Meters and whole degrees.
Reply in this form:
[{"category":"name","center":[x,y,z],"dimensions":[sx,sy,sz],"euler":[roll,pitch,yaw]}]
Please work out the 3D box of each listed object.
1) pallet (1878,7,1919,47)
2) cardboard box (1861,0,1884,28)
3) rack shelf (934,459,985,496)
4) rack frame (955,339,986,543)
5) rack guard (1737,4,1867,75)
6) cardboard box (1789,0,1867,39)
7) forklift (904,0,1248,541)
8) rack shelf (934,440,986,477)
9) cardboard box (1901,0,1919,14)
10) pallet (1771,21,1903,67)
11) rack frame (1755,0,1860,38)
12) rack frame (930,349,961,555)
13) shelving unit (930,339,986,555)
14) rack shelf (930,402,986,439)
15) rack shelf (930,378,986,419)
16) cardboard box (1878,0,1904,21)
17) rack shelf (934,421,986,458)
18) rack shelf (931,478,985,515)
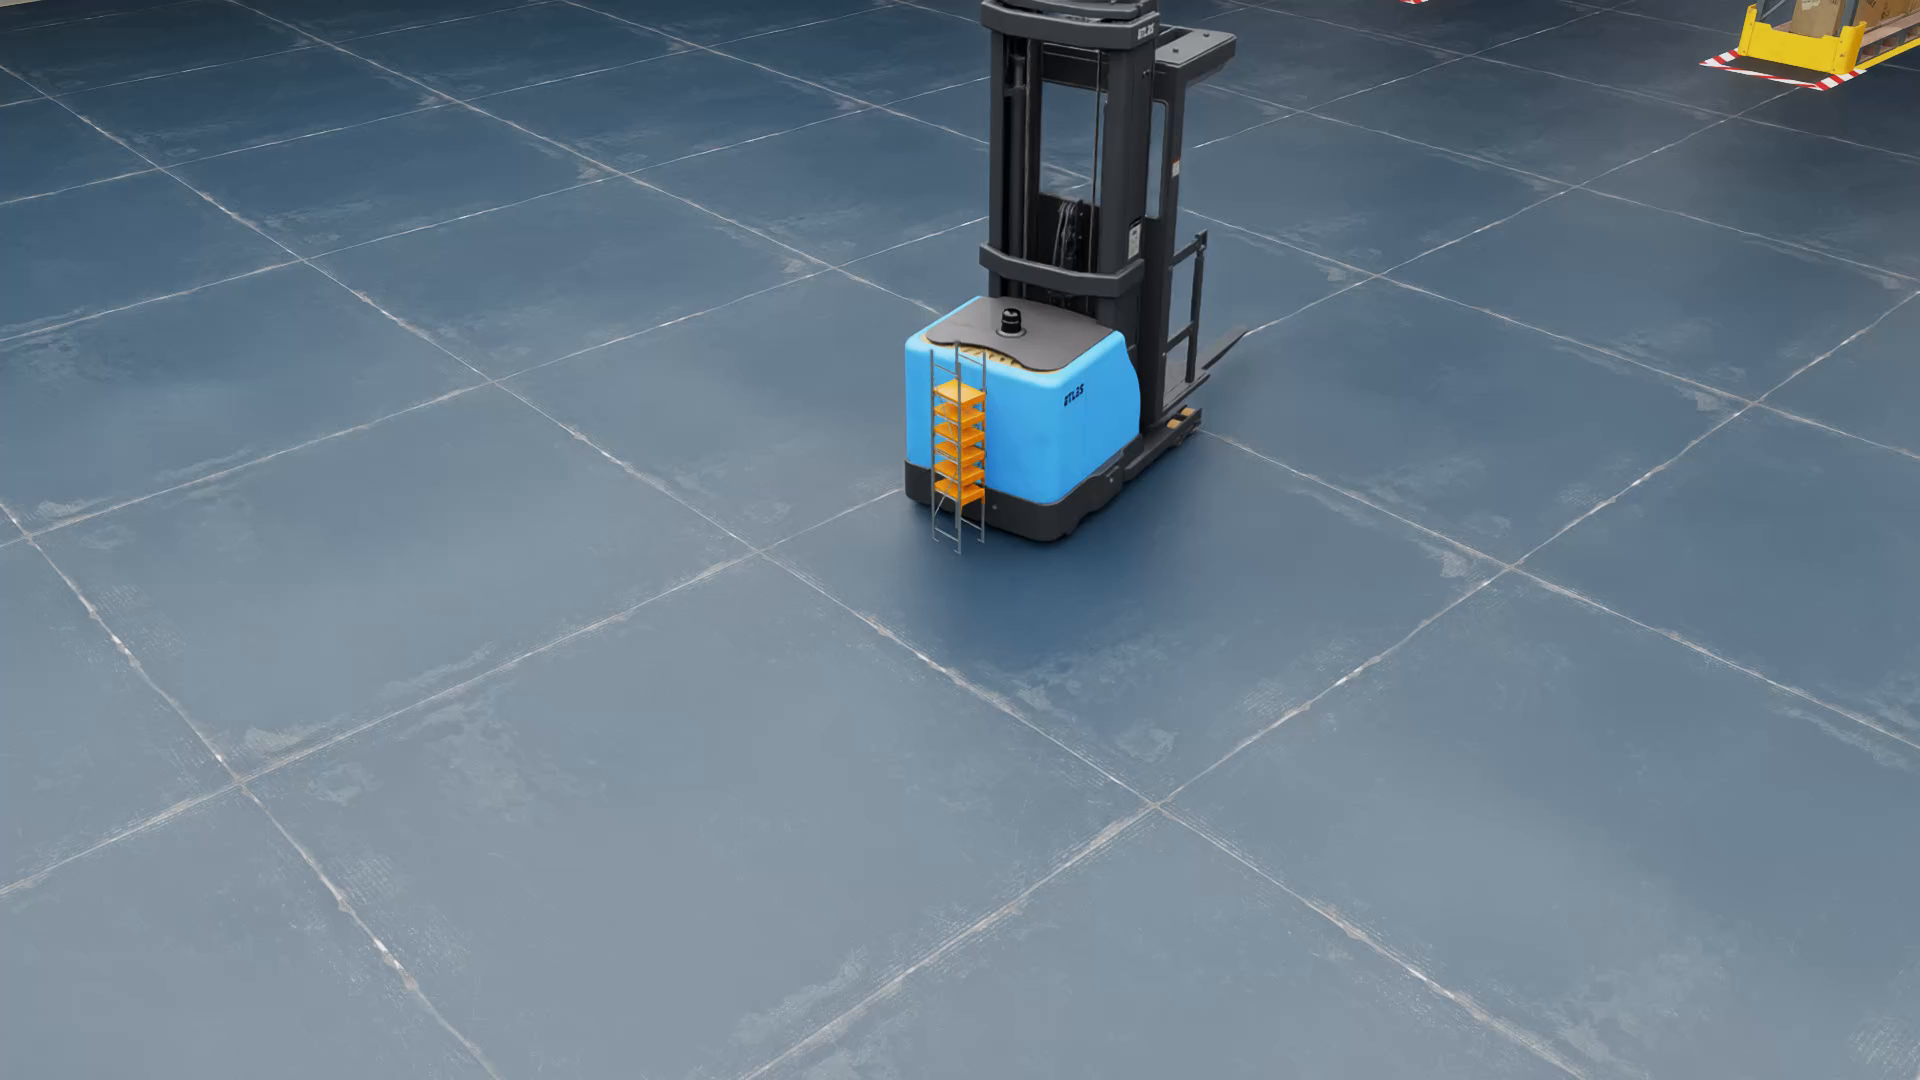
[{"category":"pallet","center":[10.597,-6.004,19.201],"dimensions":[1.213,0.211,1.003],"euler":[-26,40,-35]},{"category":"cardboard box","center":[9.912,-6.014,18.538],"dimensions":[0.500,0.500,0.500],"euler":[-15,35,-23]},{"category":"rack shelf","center":[-0.011,-0.366,9.349],"dimensions":[0.180,0.103,0.258],"euler":[-26,40,-35]},{"category":"rack frame","center":[0.056,-0.539,9.316],"dimensions":[0.006,1.200,0.240],"euler":[-26,40,-35]},{"category":"rack guard","center":[9.083,-5.422,17.972],"dimensions":[0.348,0.500,1.175],"euler":[-26,40,-35]},{"category":"cardboard box","center":[9.497,-5.789,18.170],"dimensions":[0.500,0.500,0.500],"euler":[-18,36,-27]},{"category":"forklift","center":[0.898,-1.971,9.998],"dimensions":[1.130,2.935,3.031],"euler":[19,36,28]},{"category":"rack shelf","center":[-0.011,-0.469,9.286],"dimensions":[0.180,0.103,0.258],"euler":[-26,40,-35]},{"category":"cardboard box","center":[10.823,-6.410,19.185],"dimensions":[0.500,0.500,0.500],"euler":[25,39,35]},{"category":"pallet","center":[9.703,-5.573,18.497],"dimensions":[1.213,0.211,1.003],"euler":[-26,40,-35]},{"category":"rack frame","center":[9.028,-6.461,17.276],"dimensions":[0.127,3.000,1.000],"euler":[-26,40,-35]},{"category":"rack frame","center":[-0.078,-0.474,9.210],"dimensions":[0.006,1.200,0.240],"euler":[-26,40,-35]},{"category":"shelving unit","center":[-0.011,-0.507,9.263],"dimensions":[0.189,1.200,0.258],"euler":[-26,40,-35]},{"category":"rack shelf","center":[-0.011,-0.674,9.161],"dimensions":[0.180,0.103,0.258],"euler":[-26,40,-35]},{"category":"rack shelf","center":[-0.011,-0.776,9.098],"dimensions":[0.180,0.103,0.258],"euler":[-26,40,-35]},{"category":"cardboard box","center":[10.384,-6.229,18.890],"dimensions":[0.500,0.500,0.500],"euler":[-22,38,-31]},{"category":"rack shelf","center":[-0.011,-0.571,9.224],"dimensions":[0.180,0.103,0.258],"euler":[-26,40,-35]},{"category":"rack shelf","center":[-0.011,-0.264,9.411],"dimensions":[0.180,0.103,0.258],"euler":[-26,40,-35]}]
